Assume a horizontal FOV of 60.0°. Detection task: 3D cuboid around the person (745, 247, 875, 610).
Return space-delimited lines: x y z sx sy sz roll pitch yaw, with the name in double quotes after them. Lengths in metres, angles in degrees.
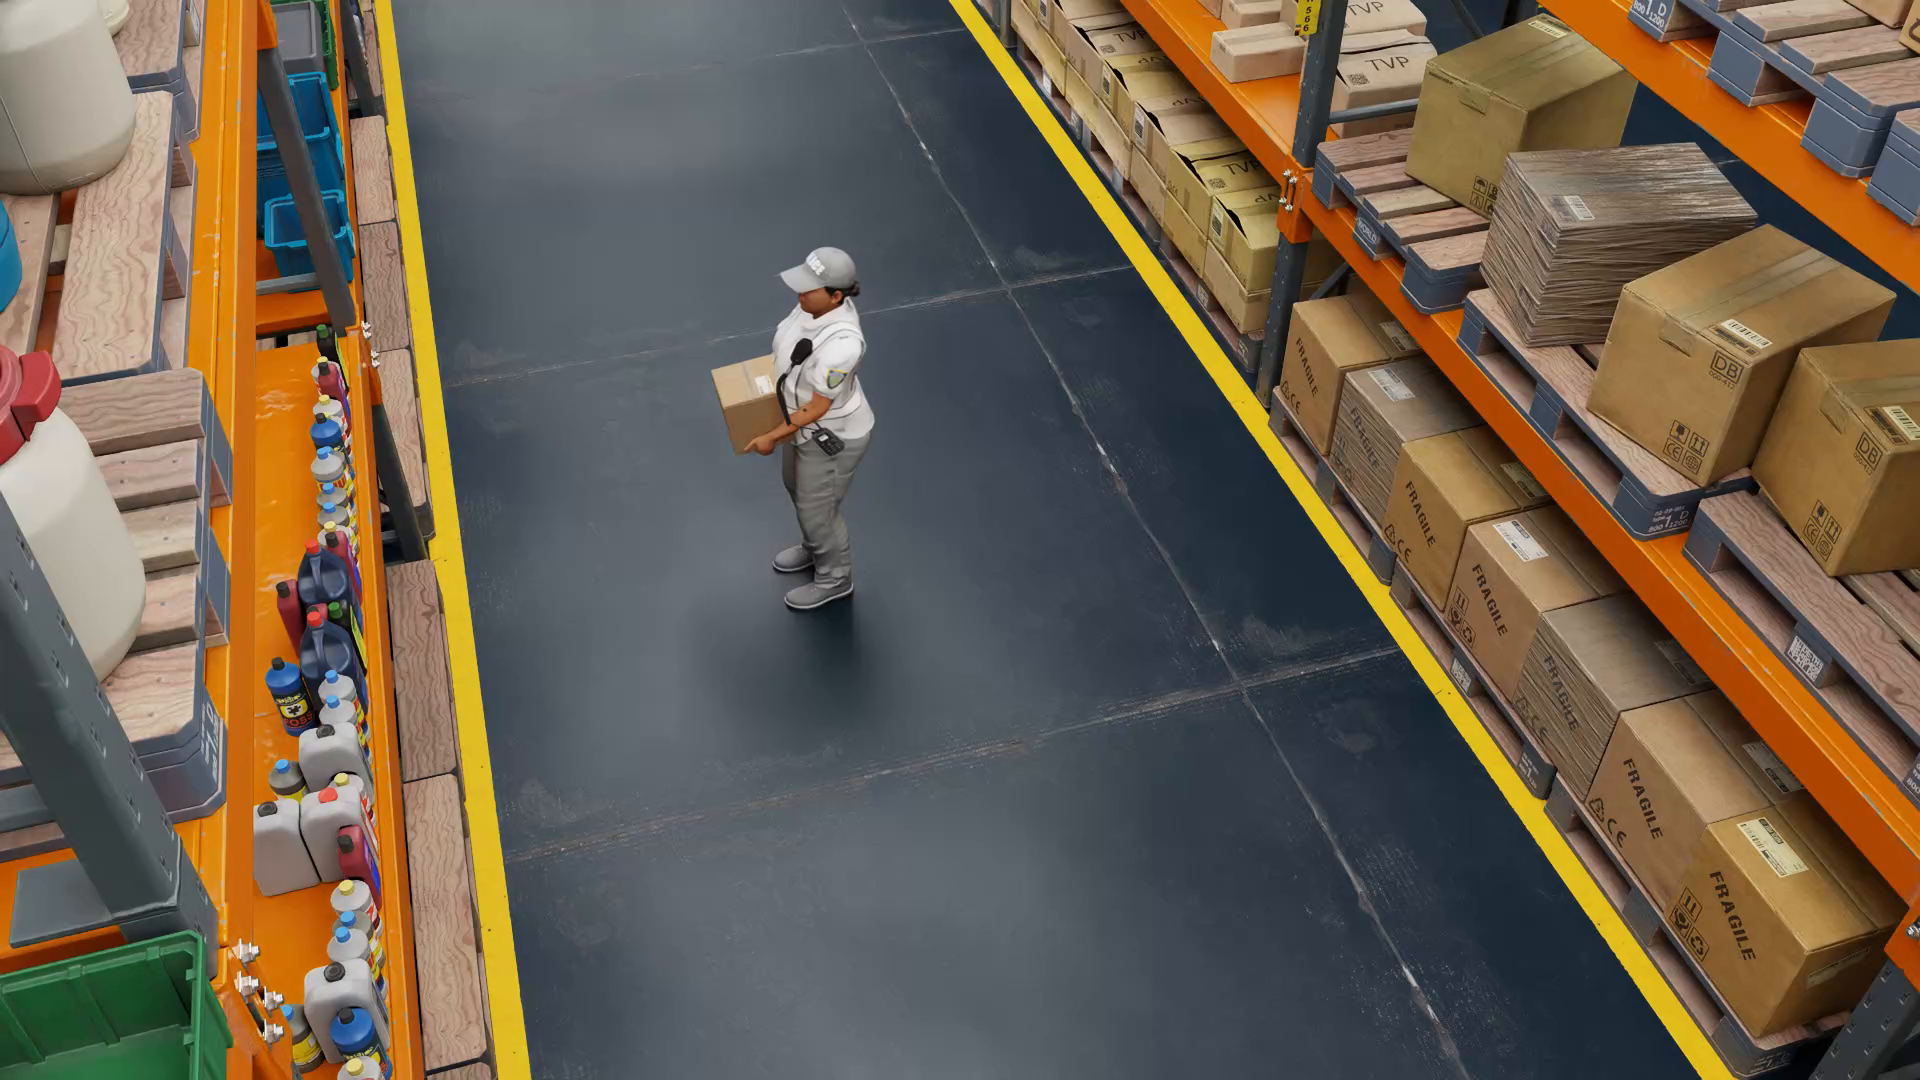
-0.617 -0.437 6.644 0.534 1.653 0.452 -11 44 -12 "person"
